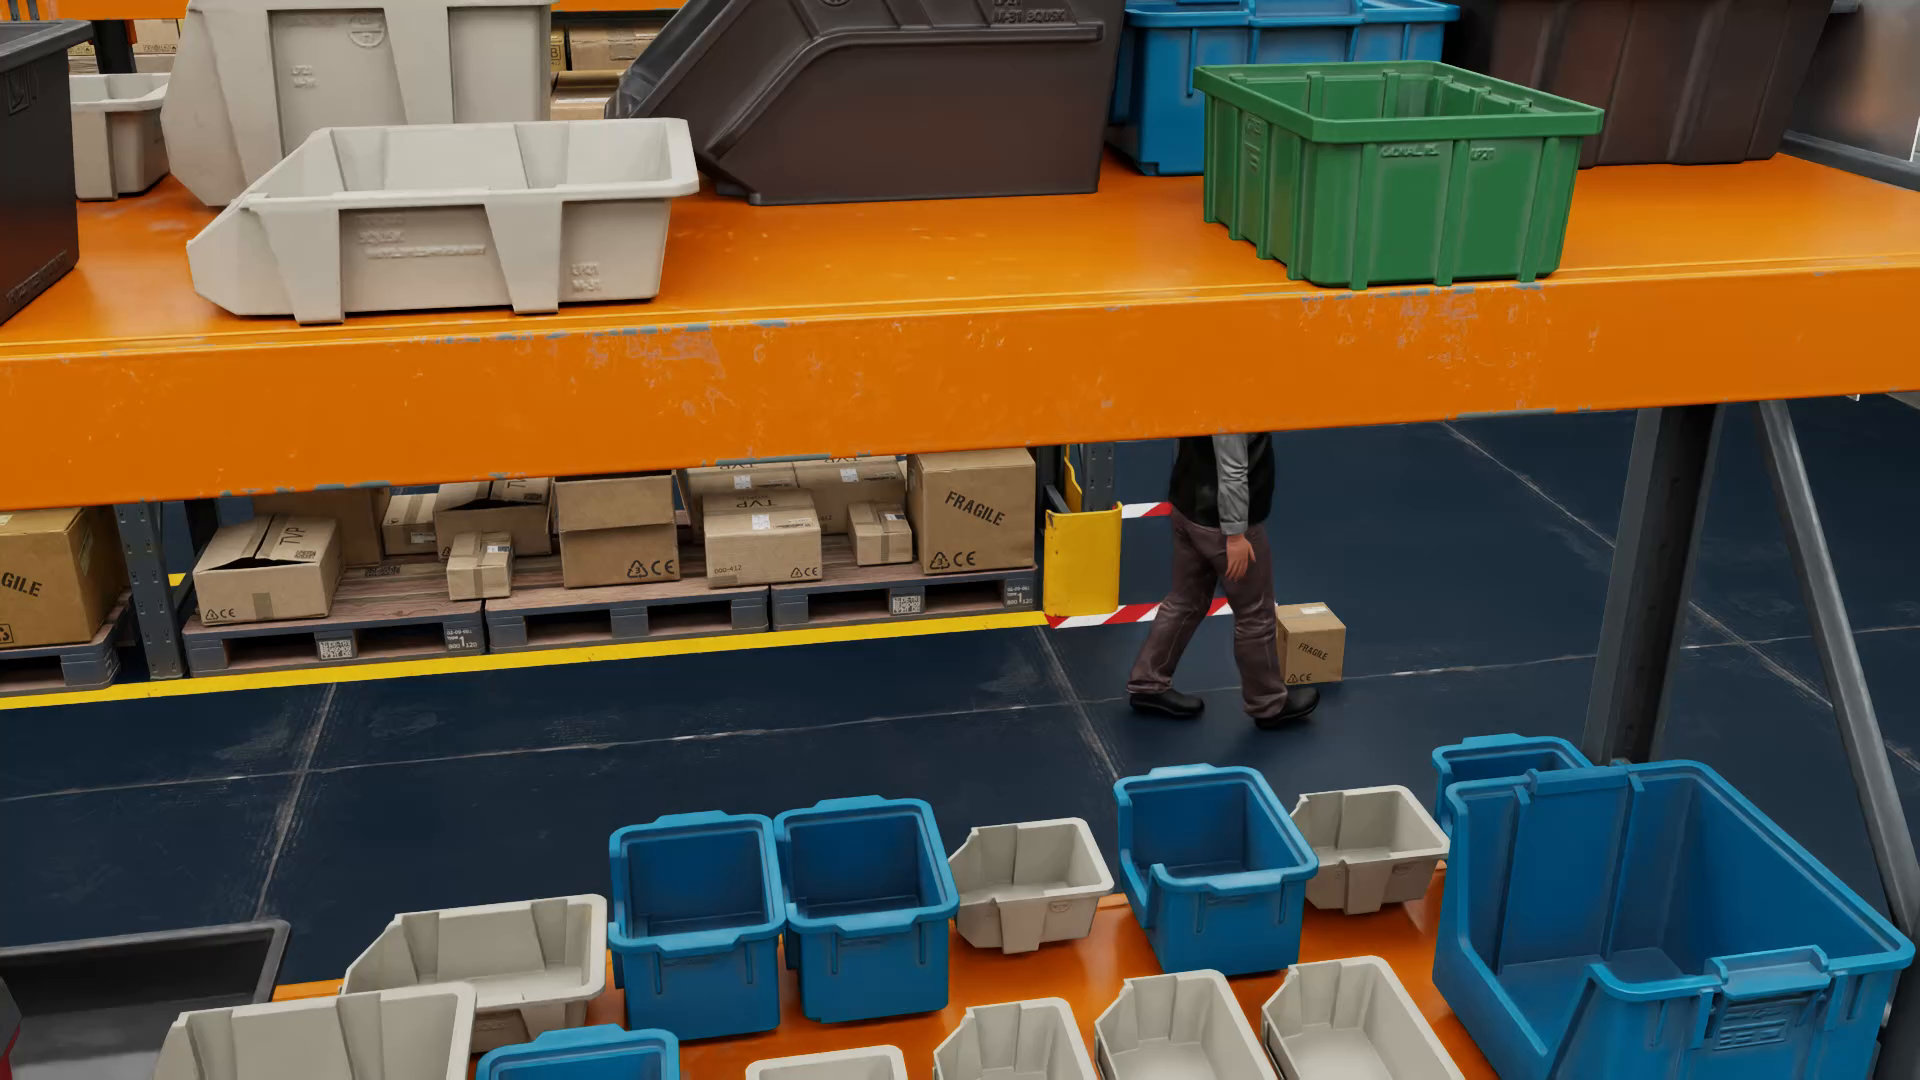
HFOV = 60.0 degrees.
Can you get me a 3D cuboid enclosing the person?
[{"bbox_3d":[1.051,-0.090,6.338,0.742,1.713,0.576,-6,24,-14],"label":"person"}]
